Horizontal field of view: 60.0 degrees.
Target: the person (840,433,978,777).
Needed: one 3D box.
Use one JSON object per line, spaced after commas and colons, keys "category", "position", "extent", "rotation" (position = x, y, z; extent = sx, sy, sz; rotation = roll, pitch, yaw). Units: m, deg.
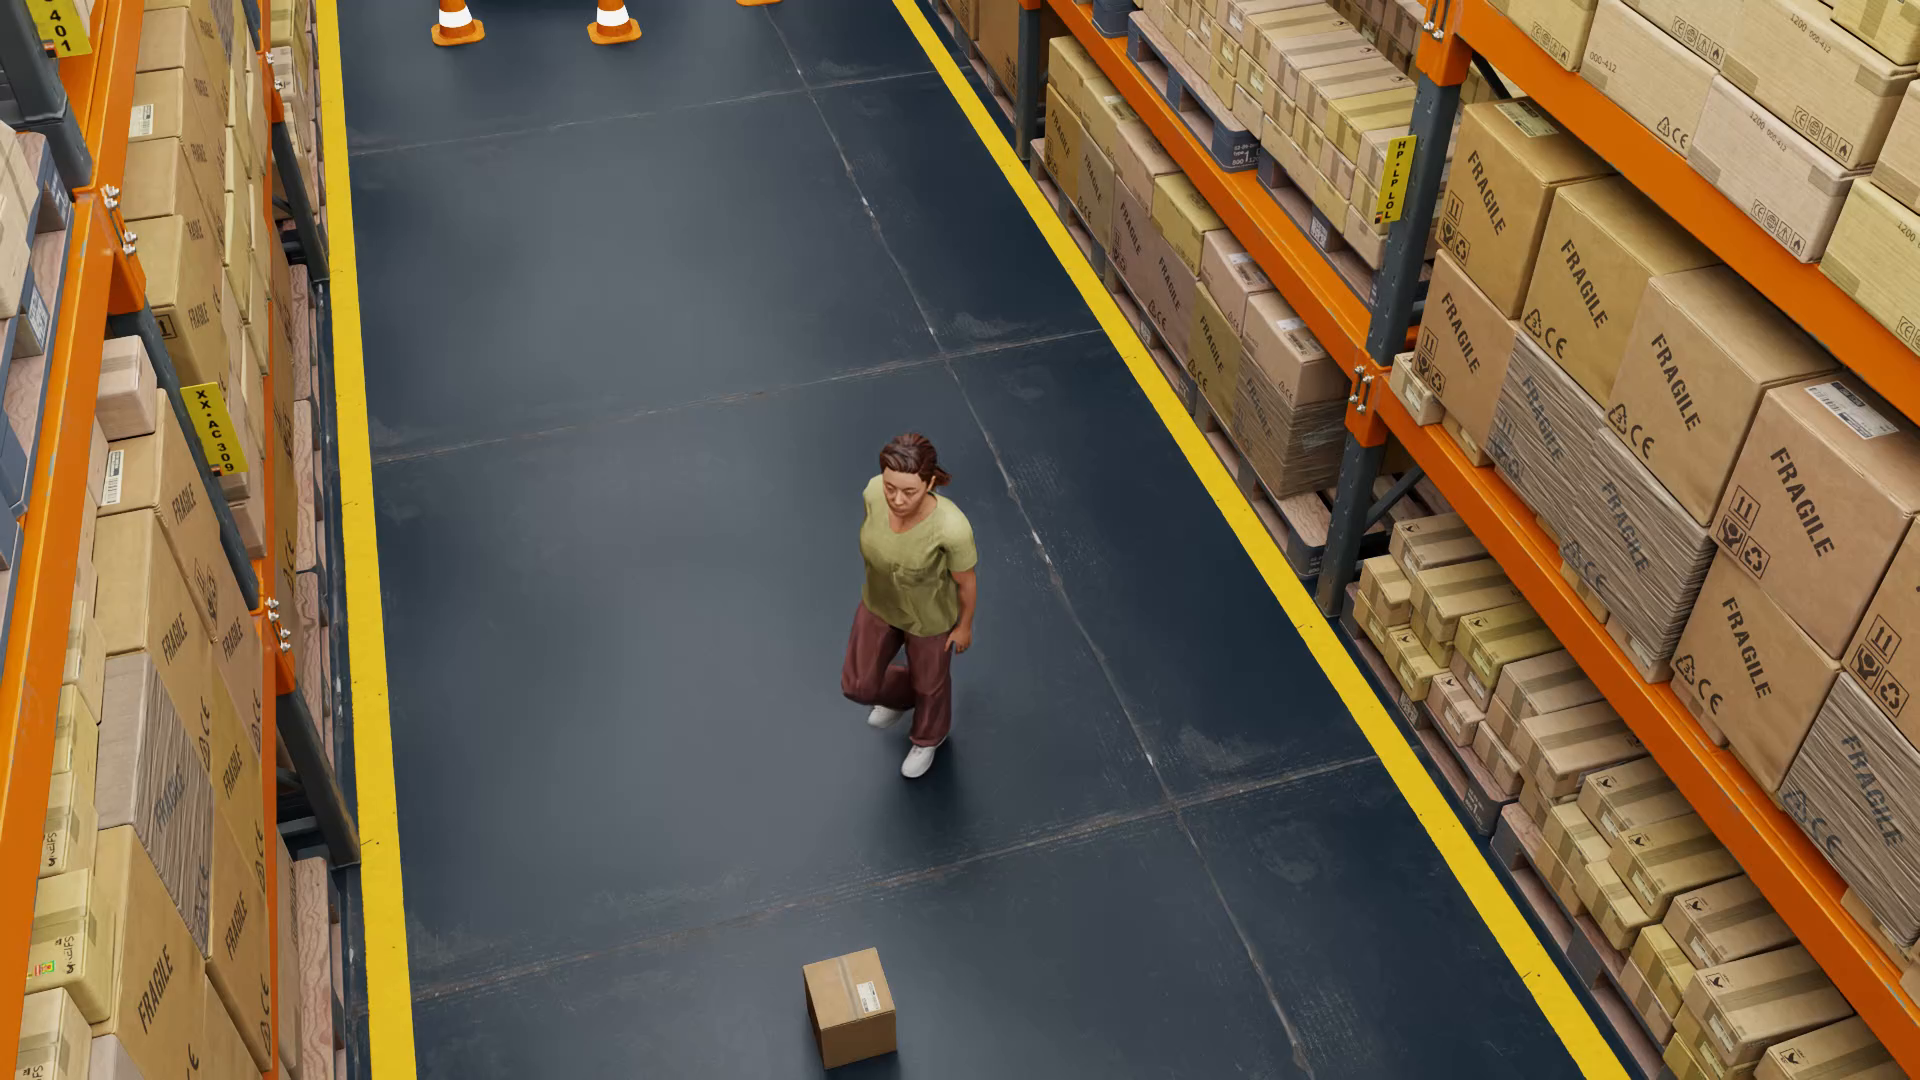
{"category": "person", "position": [-0.156, 0.240, 5.885], "extent": [0.496, 1.660, 0.465], "rotation": [20, 46, 21]}
